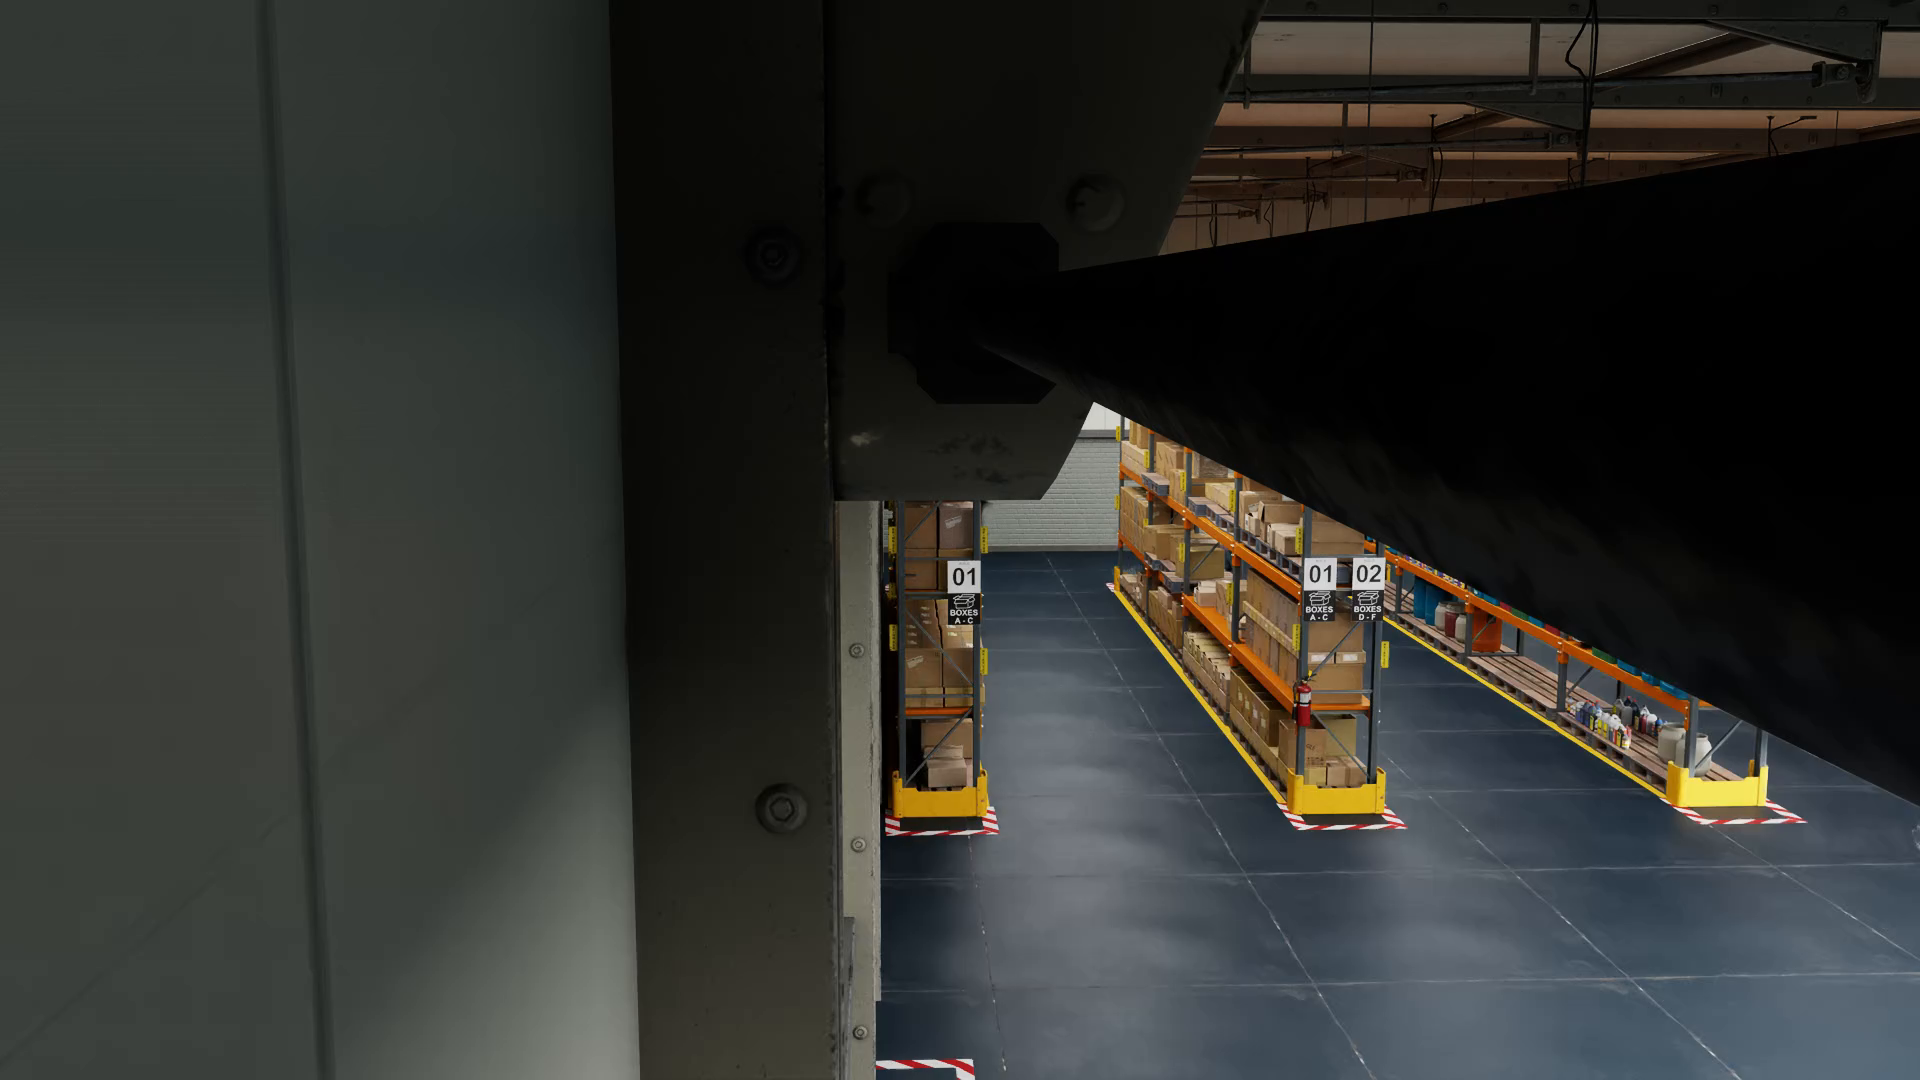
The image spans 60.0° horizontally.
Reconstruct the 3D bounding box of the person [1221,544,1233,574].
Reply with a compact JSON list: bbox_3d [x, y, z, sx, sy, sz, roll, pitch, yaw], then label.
[{"bbox_3d":[5.780,0.295,36.675,0.647,1.569,0.636,-4,9,-24],"label":"person"}]
